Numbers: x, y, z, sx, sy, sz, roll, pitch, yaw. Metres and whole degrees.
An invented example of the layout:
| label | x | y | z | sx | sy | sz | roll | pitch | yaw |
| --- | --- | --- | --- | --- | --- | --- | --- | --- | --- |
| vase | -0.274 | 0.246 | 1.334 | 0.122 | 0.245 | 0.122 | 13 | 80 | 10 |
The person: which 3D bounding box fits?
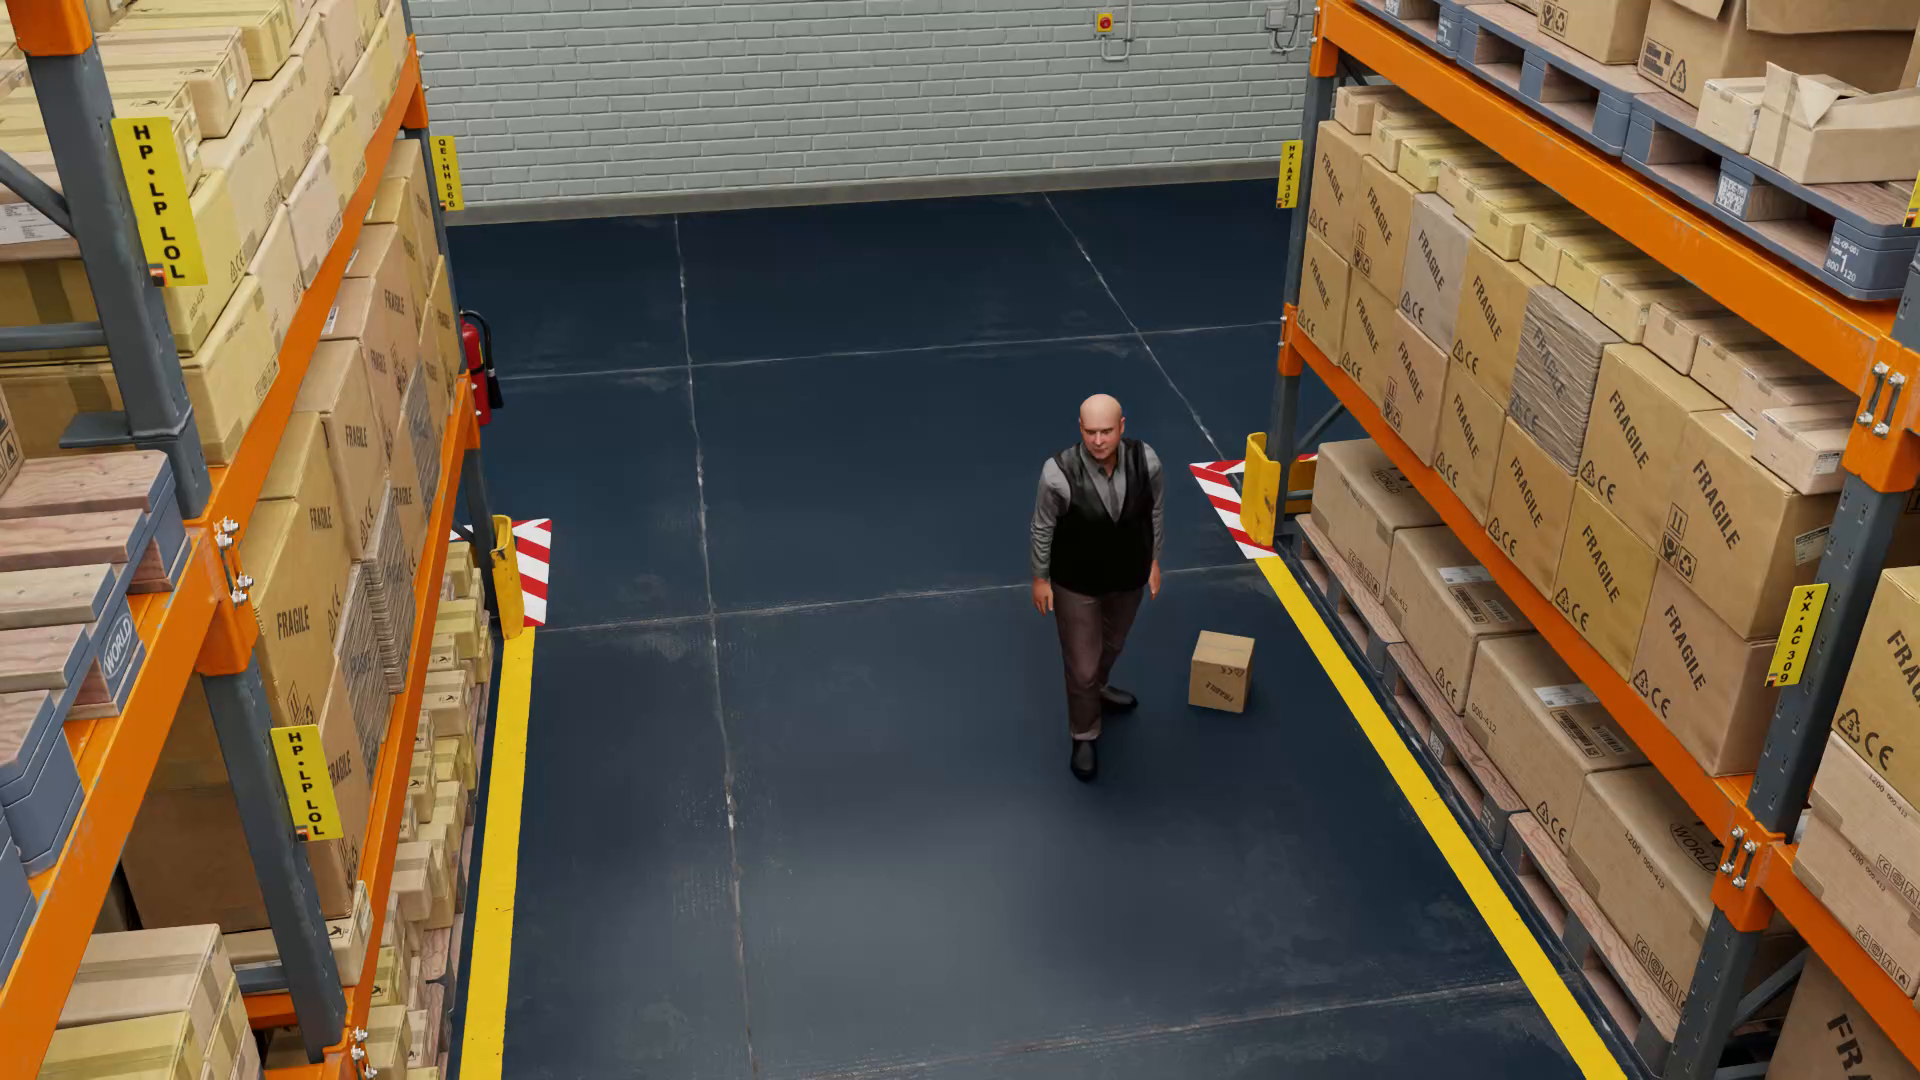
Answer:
| label | x | y | z | sx | sy | sz | roll | pitch | yaw |
| --- | --- | --- | --- | --- | --- | --- | --- | --- | --- |
| person | 0.560 | 0.136 | 6.935 | 0.571 | 1.711 | 0.590 | -10 | 32 | -16 |
